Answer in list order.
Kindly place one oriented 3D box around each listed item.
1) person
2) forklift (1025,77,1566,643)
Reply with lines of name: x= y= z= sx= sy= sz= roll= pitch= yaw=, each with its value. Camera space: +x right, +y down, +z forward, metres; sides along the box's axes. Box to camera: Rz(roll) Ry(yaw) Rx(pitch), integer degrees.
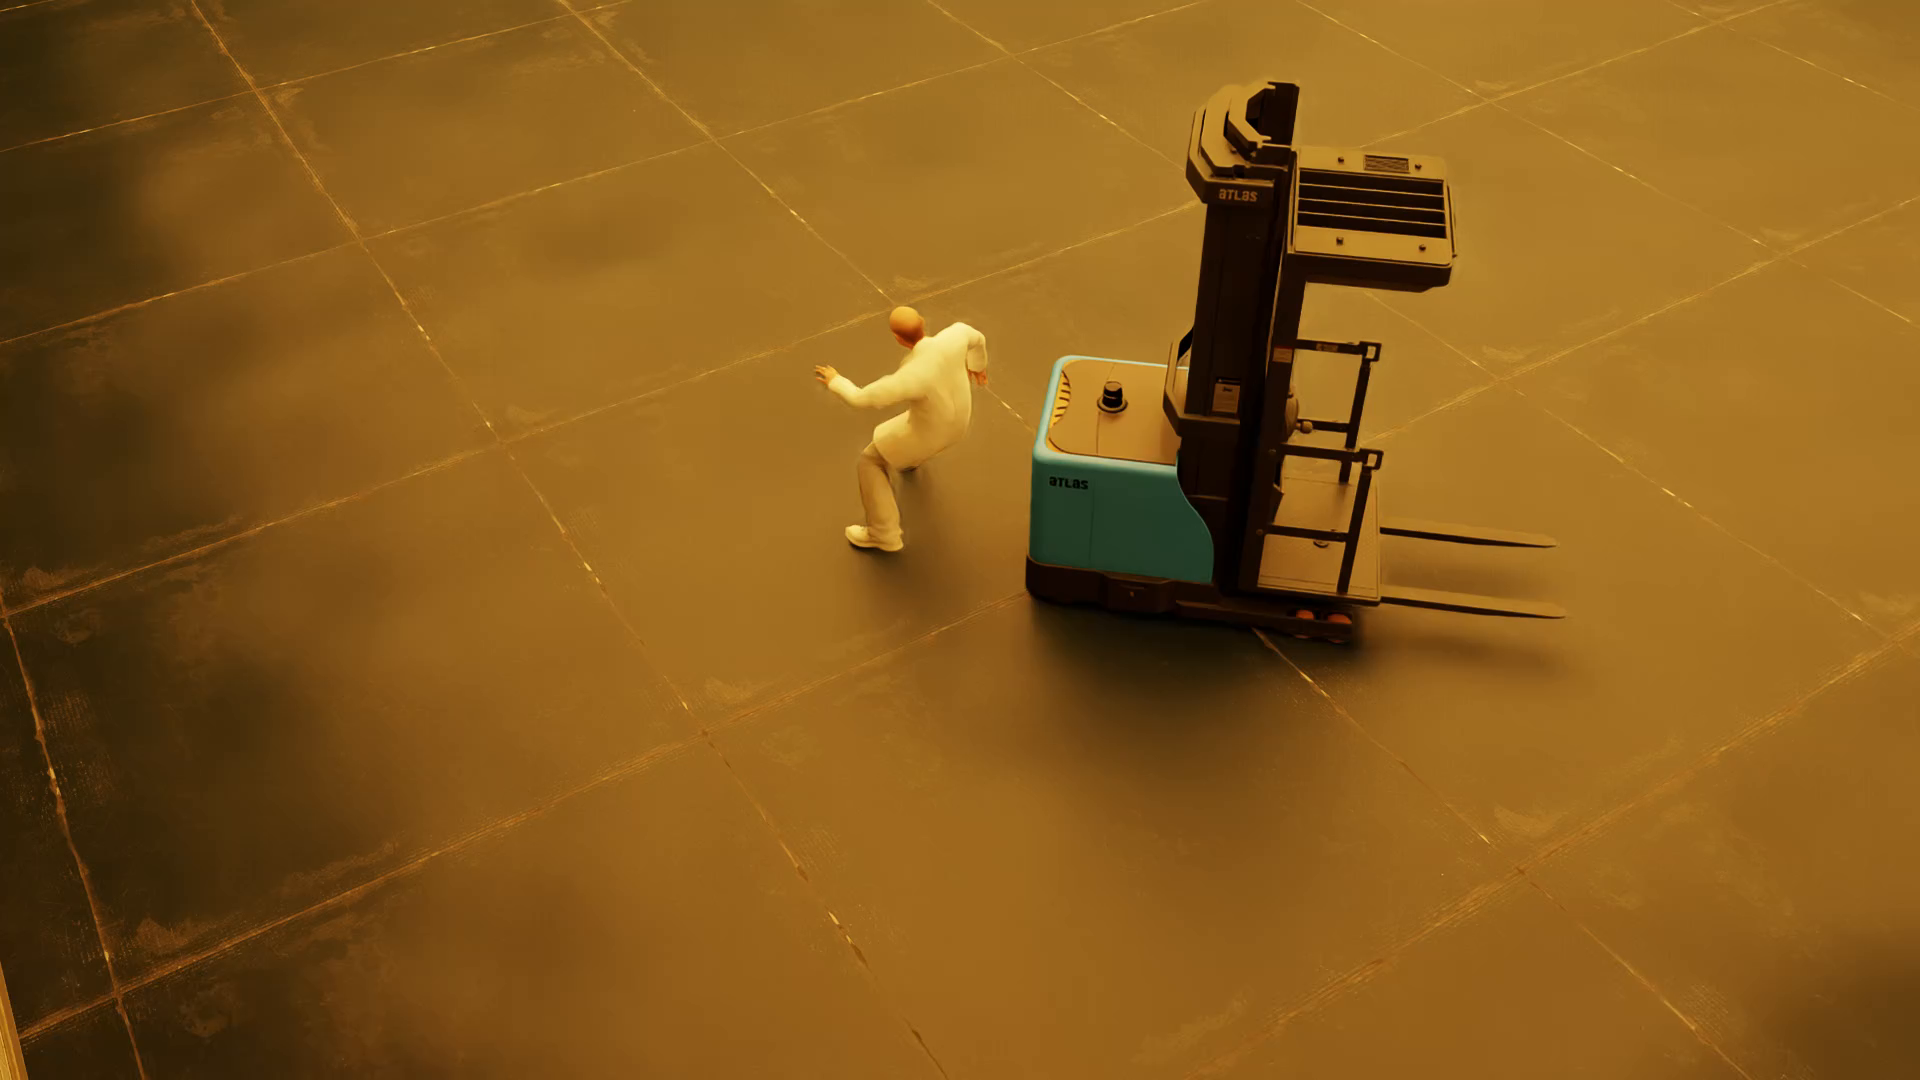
person: x=-0.386 y=-0.869 z=9.905 sx=1.058 sy=1.524 sz=1.003 roll=-29 pitch=49 yaw=-29
forklift: x=1.948 y=-0.901 z=8.903 sx=3.031 sy=2.935 sz=1.130 roll=7 pitch=42 yaw=8
